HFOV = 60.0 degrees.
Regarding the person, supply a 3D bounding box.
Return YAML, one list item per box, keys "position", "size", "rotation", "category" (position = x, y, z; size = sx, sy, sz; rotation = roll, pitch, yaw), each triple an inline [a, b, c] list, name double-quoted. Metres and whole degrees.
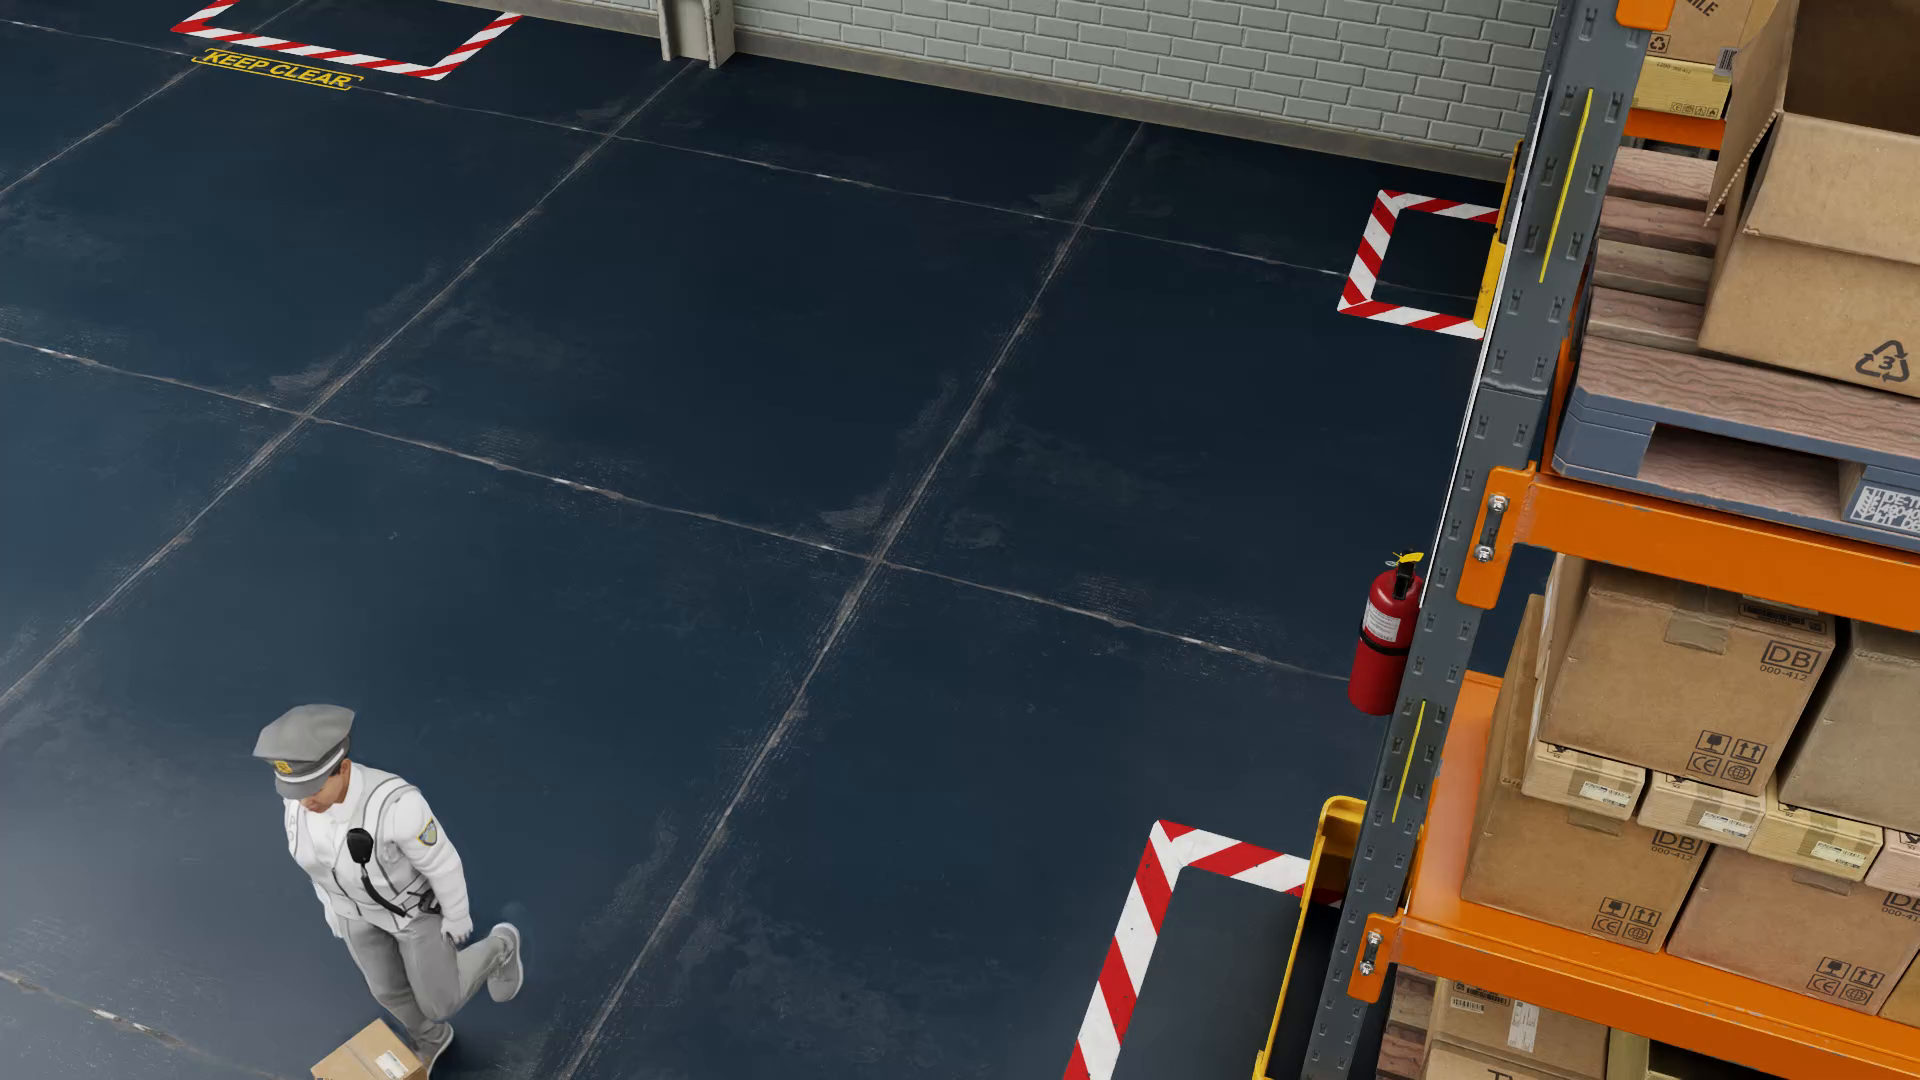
- position: [-1.652, 1.026, 4.977]
  size: [0.495, 1.649, 0.560]
  rotation: [12, 43, 13]
  category: "person"
